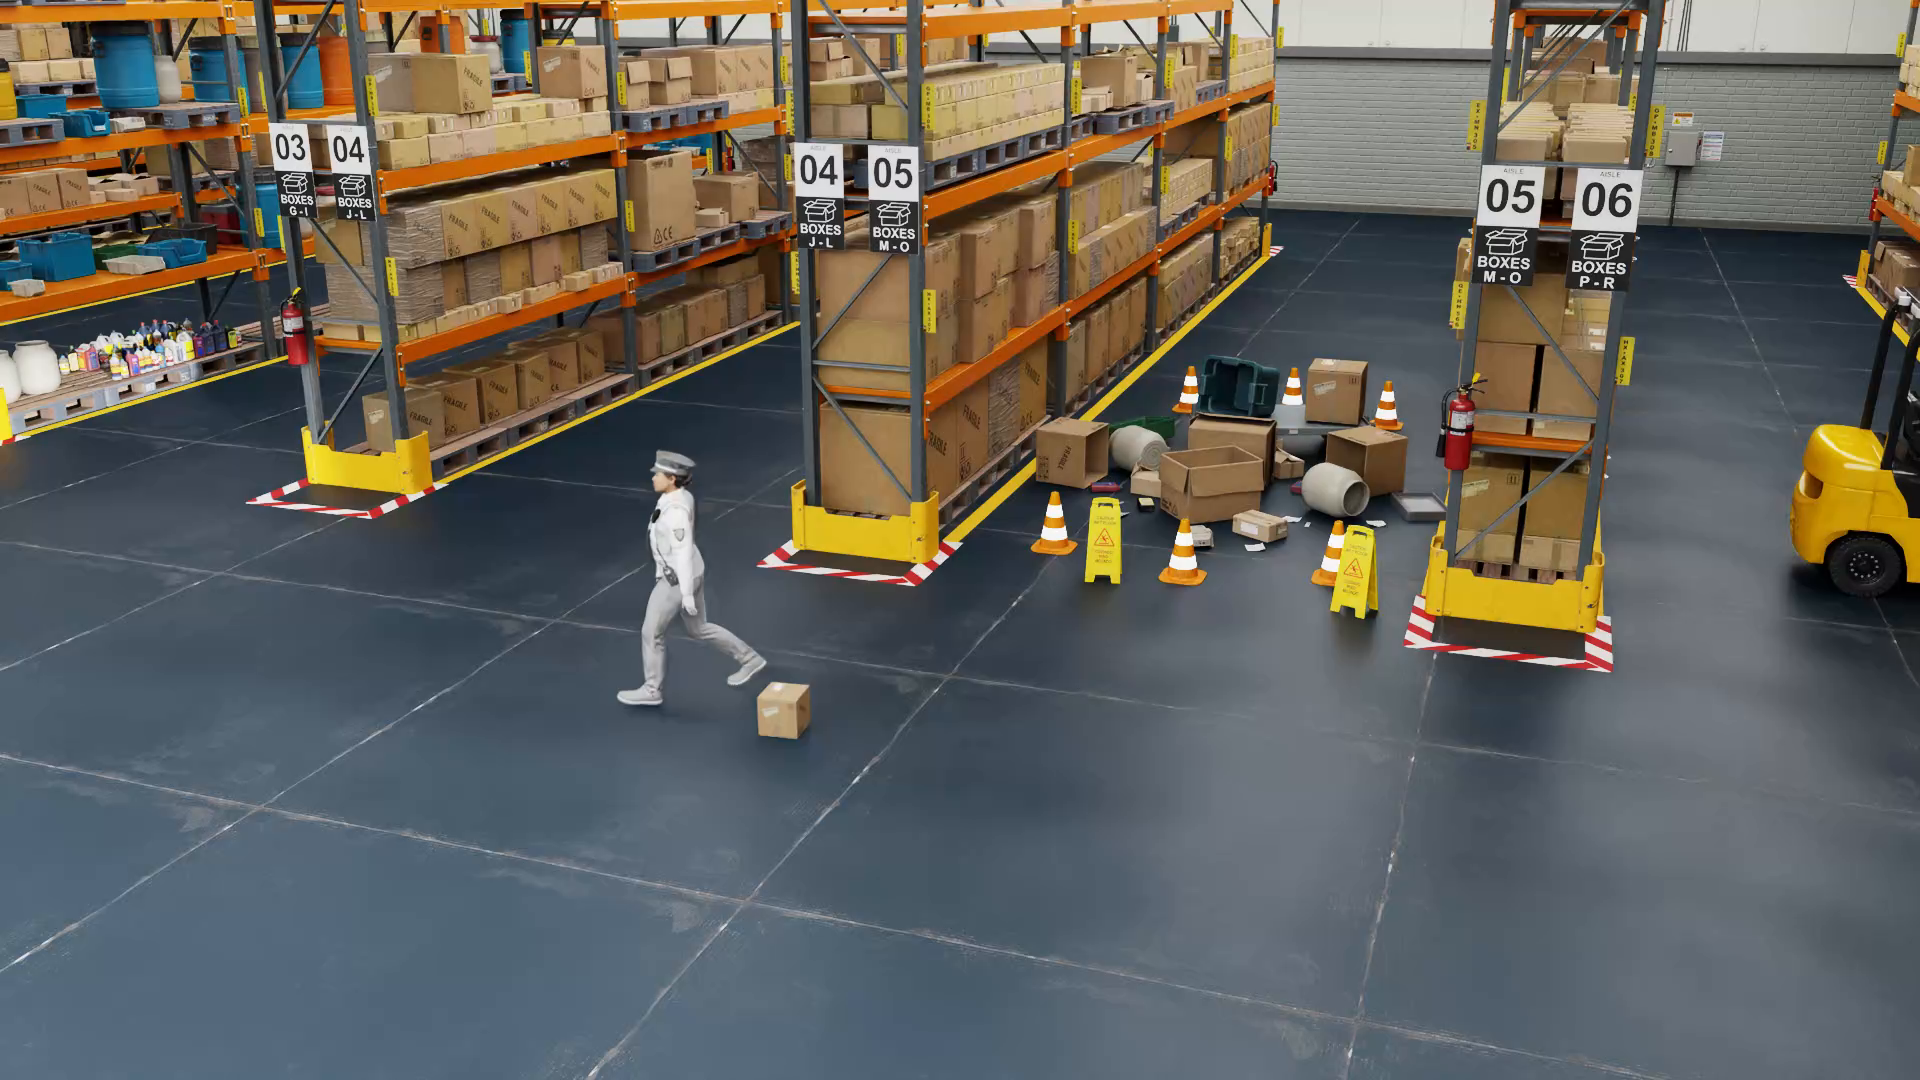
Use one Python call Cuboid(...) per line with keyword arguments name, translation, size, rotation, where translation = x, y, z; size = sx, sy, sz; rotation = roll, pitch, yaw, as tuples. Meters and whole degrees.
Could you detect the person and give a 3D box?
Cuboid(name="person", translation=(-1.699, 0.228, 10.340), size=(0.938, 1.646, 0.473), rotation=(0, 19, 0))
